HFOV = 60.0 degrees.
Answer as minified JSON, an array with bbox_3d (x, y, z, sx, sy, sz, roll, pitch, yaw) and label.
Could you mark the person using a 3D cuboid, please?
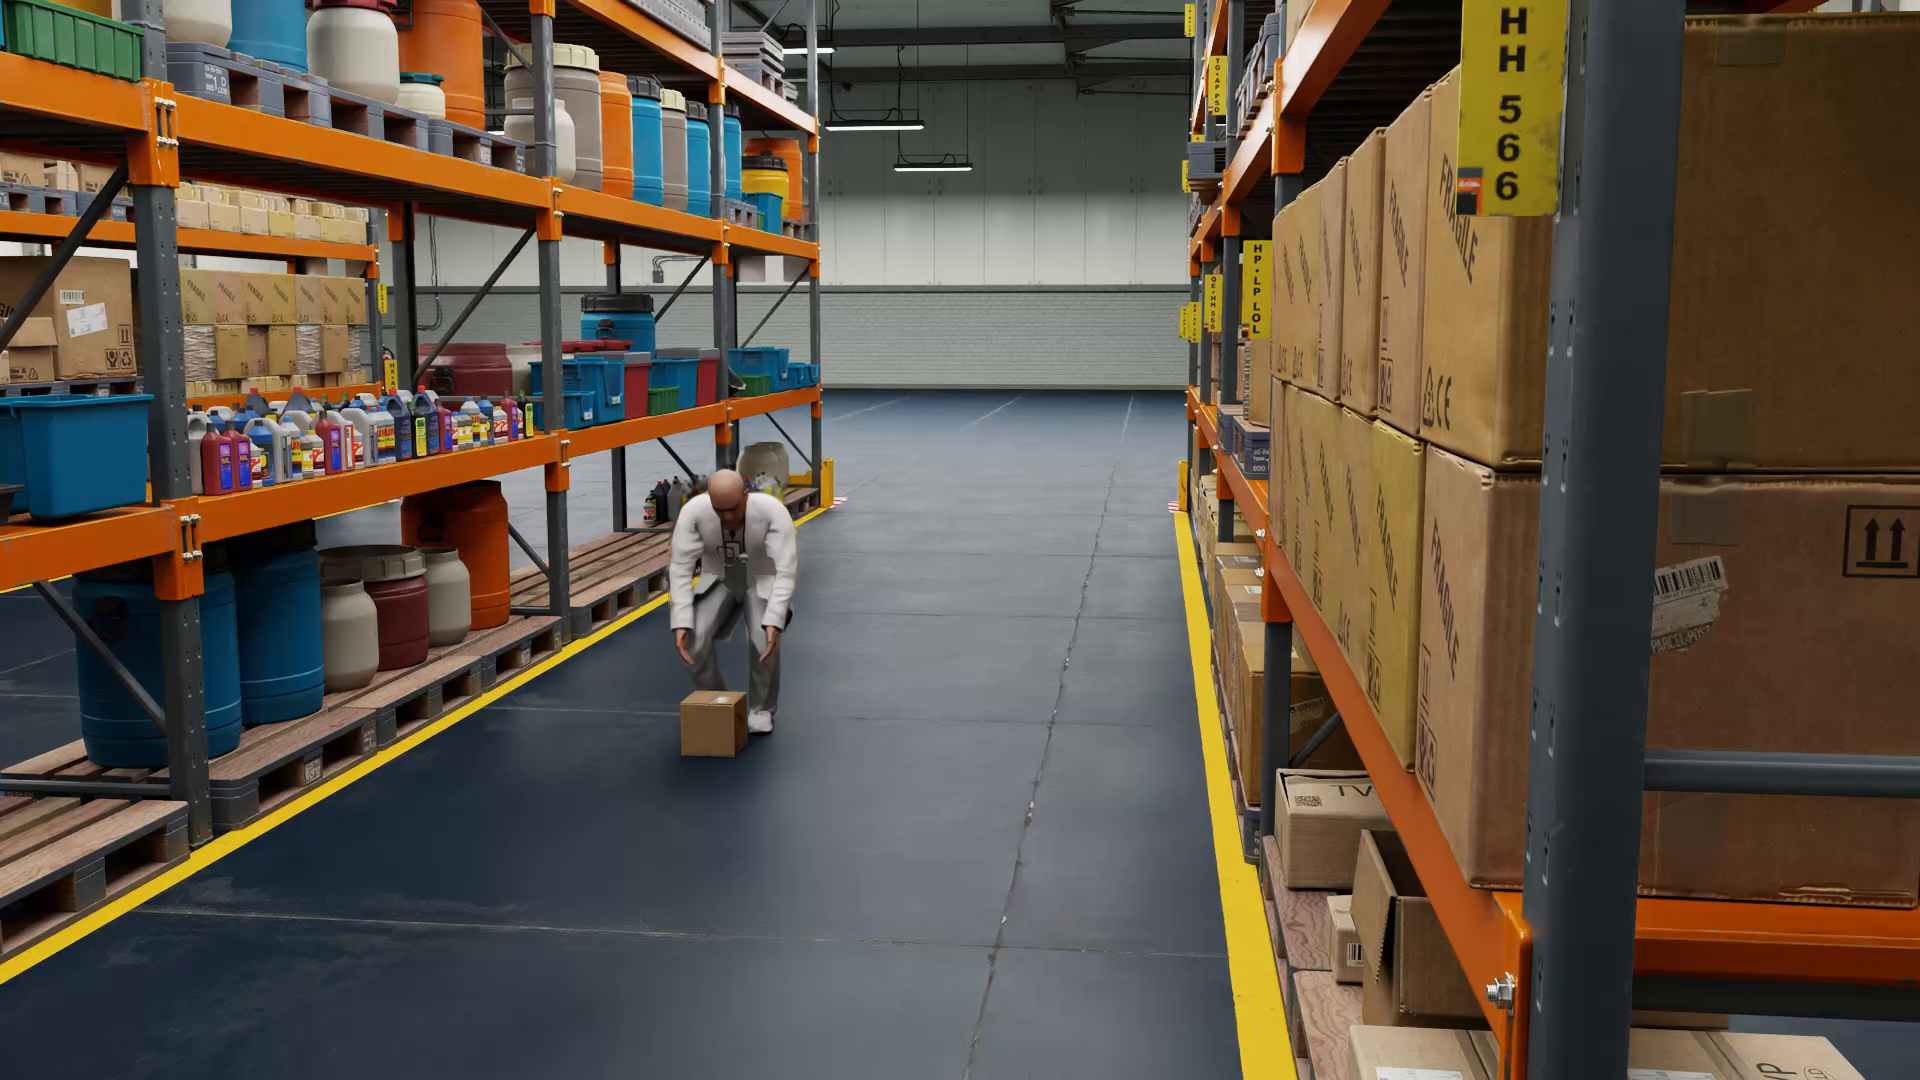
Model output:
[{"bbox_3d":[-1.067,0.279,8.056,0.631,1.301,0.780,1,7,6],"label":"person"}]
